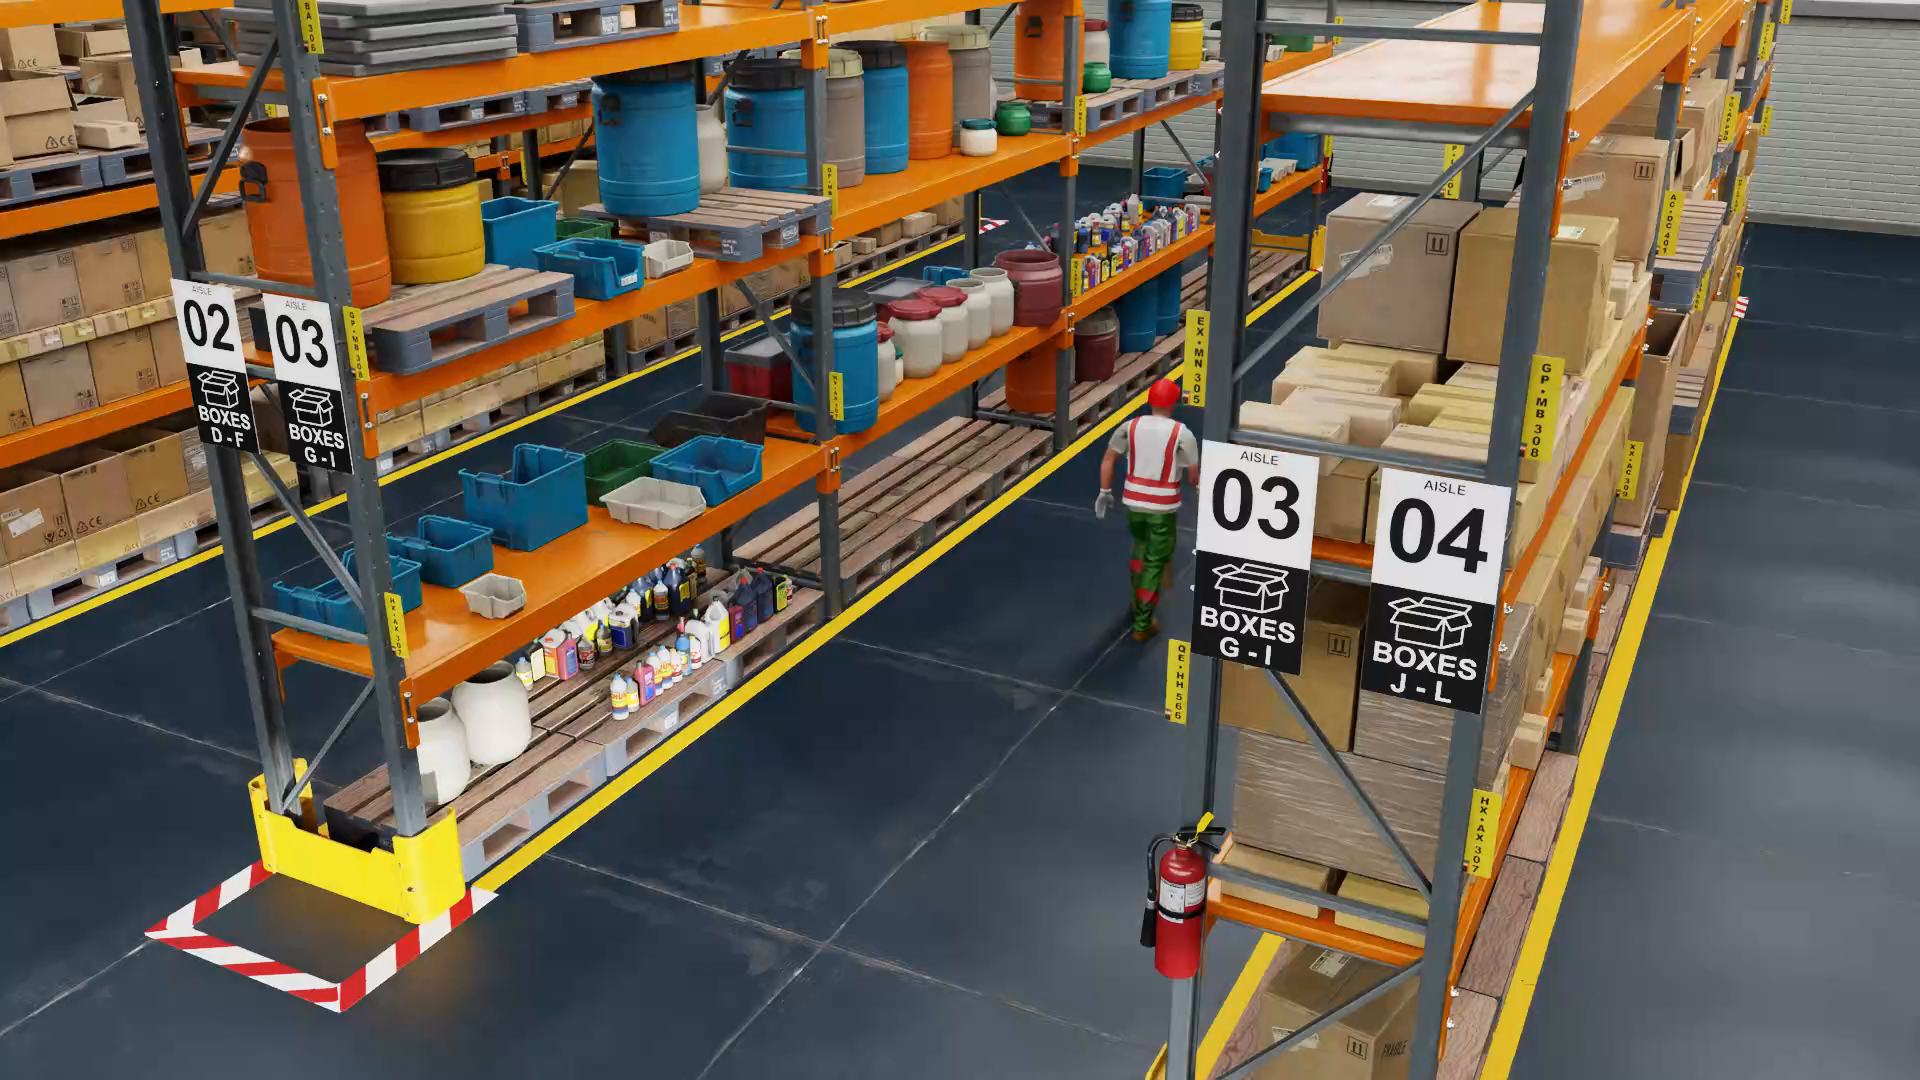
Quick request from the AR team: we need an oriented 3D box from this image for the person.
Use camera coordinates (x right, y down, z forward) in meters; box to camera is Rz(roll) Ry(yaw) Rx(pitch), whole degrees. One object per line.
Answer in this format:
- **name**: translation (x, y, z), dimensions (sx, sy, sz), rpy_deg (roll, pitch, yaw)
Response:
- **person**: translation (1.311, -0.251, 11.375), dimensions (0.686, 1.752, 0.702), rpy_deg (13, 26, 28)
